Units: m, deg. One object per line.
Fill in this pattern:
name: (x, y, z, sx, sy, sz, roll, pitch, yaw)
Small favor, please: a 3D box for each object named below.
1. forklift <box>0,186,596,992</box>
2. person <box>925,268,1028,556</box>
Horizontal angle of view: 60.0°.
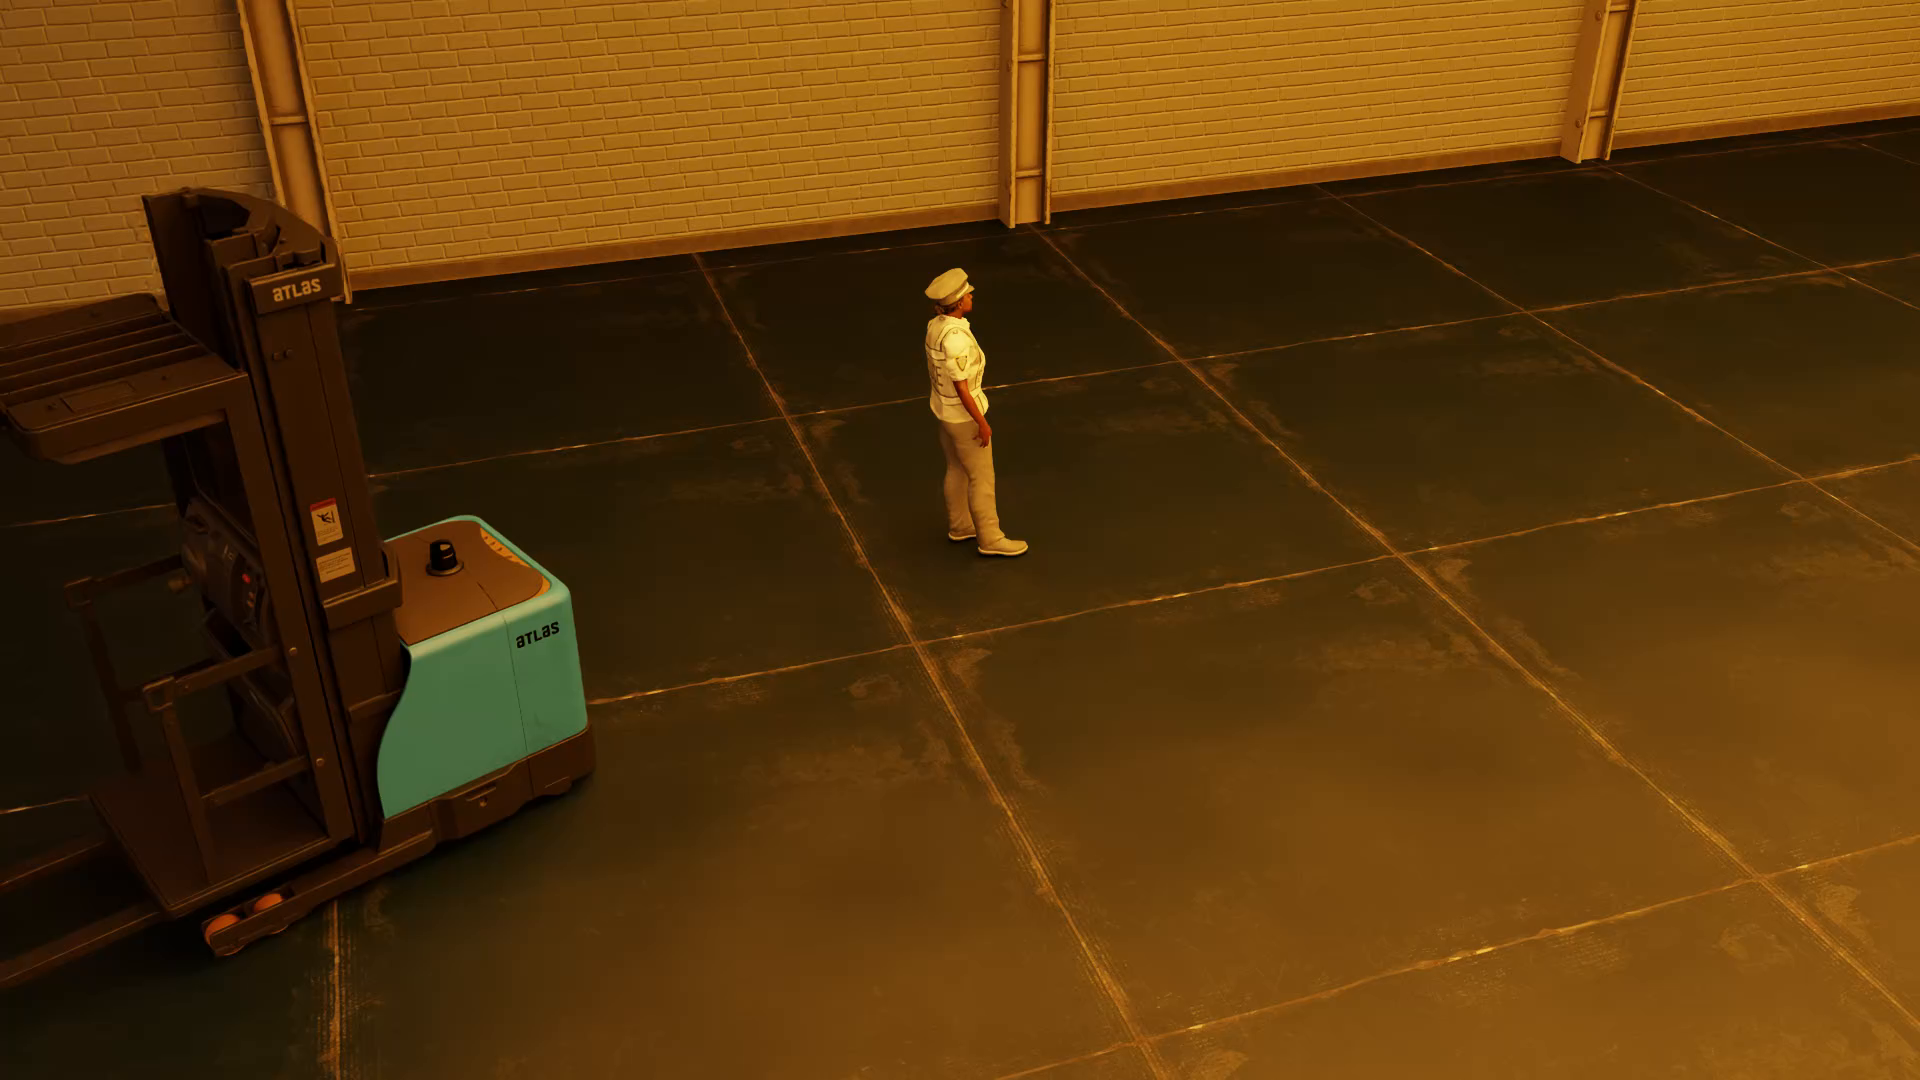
forklift: (-3.193, 0.179, 6.777, 3.031, 2.935, 1.130, -23, 37, -35)
person: (0.078, -0.743, 9.604, 0.528, 1.695, 0.569, -10, 31, -16)
